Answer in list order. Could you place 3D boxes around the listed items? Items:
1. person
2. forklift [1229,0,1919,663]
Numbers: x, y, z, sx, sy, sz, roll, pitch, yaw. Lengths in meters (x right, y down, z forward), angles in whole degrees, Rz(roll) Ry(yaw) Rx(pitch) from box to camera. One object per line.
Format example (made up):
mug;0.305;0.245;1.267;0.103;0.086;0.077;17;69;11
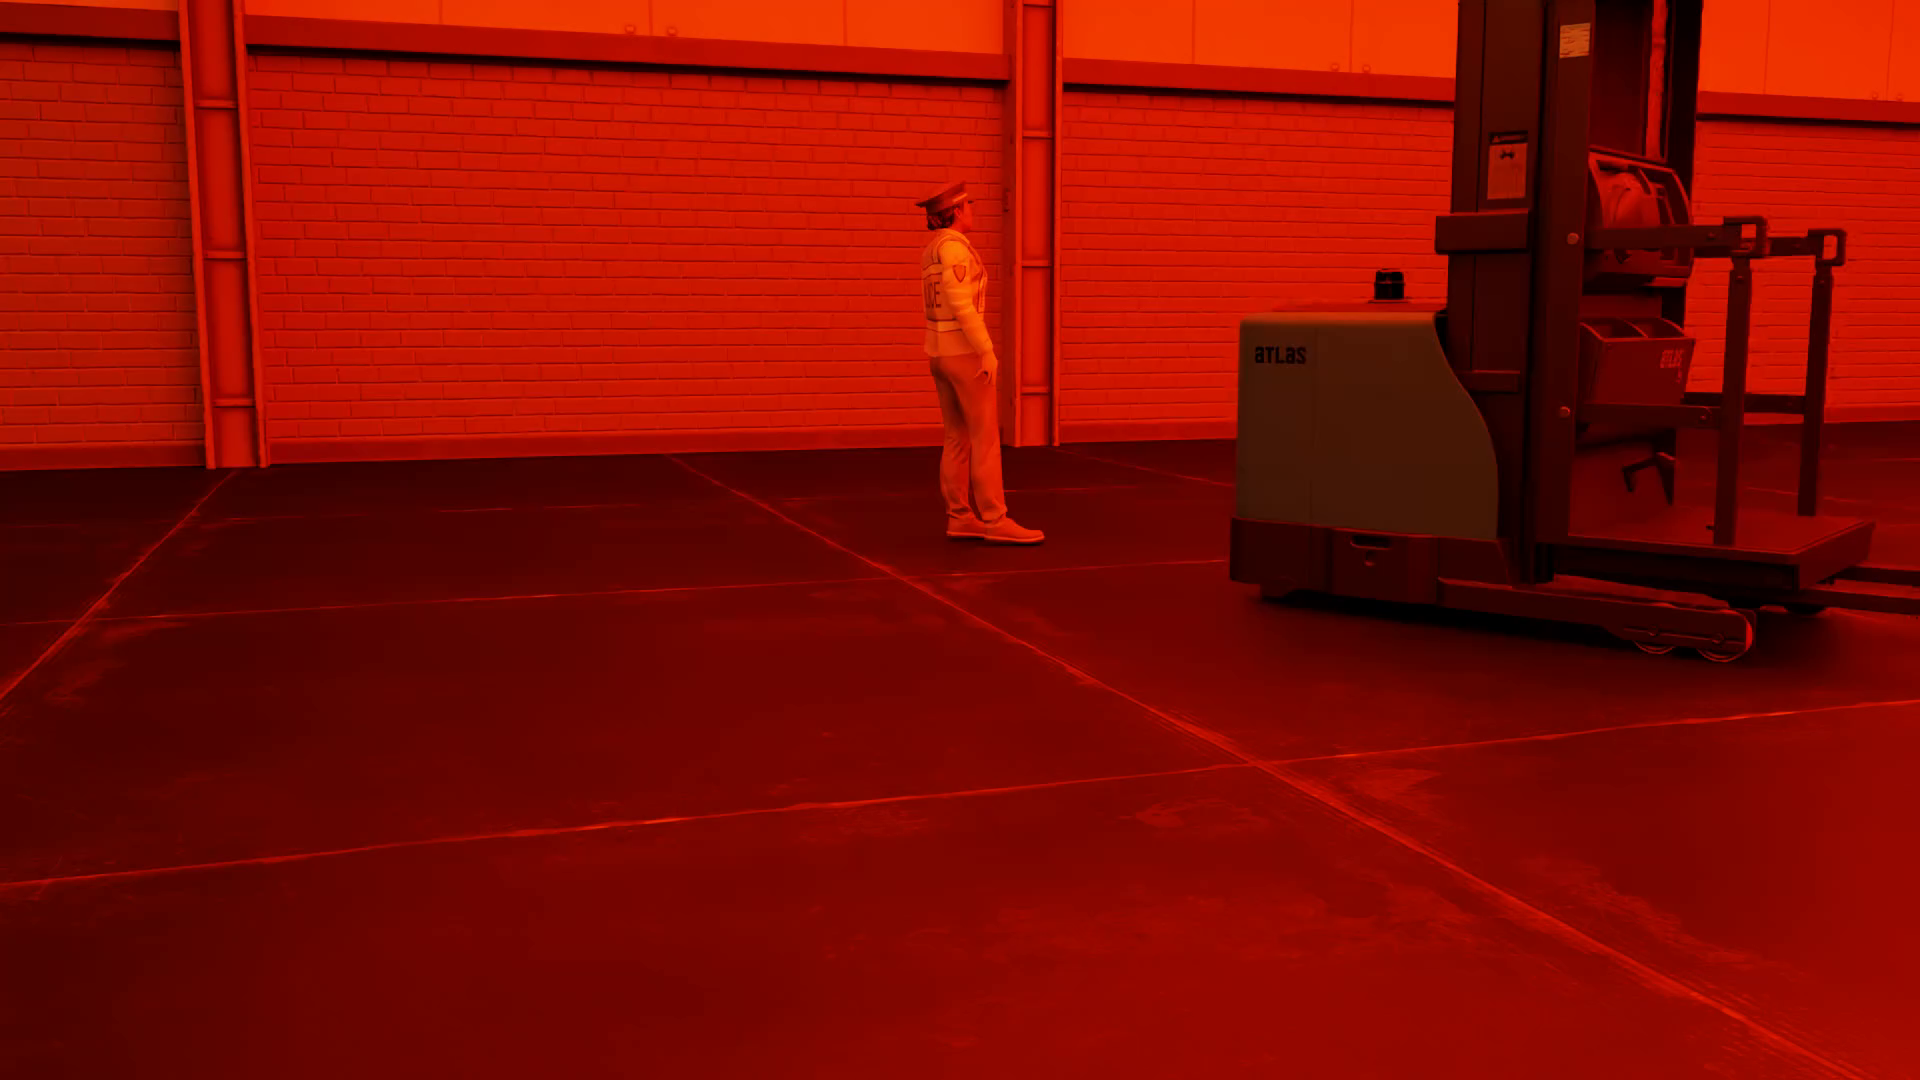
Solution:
person;0.068;-0.849;7.824;0.530;1.694;0.587;-3;8;-18
forklift;2.474;-1.153;5.526;3.031;2.935;1.130;6;10;40
